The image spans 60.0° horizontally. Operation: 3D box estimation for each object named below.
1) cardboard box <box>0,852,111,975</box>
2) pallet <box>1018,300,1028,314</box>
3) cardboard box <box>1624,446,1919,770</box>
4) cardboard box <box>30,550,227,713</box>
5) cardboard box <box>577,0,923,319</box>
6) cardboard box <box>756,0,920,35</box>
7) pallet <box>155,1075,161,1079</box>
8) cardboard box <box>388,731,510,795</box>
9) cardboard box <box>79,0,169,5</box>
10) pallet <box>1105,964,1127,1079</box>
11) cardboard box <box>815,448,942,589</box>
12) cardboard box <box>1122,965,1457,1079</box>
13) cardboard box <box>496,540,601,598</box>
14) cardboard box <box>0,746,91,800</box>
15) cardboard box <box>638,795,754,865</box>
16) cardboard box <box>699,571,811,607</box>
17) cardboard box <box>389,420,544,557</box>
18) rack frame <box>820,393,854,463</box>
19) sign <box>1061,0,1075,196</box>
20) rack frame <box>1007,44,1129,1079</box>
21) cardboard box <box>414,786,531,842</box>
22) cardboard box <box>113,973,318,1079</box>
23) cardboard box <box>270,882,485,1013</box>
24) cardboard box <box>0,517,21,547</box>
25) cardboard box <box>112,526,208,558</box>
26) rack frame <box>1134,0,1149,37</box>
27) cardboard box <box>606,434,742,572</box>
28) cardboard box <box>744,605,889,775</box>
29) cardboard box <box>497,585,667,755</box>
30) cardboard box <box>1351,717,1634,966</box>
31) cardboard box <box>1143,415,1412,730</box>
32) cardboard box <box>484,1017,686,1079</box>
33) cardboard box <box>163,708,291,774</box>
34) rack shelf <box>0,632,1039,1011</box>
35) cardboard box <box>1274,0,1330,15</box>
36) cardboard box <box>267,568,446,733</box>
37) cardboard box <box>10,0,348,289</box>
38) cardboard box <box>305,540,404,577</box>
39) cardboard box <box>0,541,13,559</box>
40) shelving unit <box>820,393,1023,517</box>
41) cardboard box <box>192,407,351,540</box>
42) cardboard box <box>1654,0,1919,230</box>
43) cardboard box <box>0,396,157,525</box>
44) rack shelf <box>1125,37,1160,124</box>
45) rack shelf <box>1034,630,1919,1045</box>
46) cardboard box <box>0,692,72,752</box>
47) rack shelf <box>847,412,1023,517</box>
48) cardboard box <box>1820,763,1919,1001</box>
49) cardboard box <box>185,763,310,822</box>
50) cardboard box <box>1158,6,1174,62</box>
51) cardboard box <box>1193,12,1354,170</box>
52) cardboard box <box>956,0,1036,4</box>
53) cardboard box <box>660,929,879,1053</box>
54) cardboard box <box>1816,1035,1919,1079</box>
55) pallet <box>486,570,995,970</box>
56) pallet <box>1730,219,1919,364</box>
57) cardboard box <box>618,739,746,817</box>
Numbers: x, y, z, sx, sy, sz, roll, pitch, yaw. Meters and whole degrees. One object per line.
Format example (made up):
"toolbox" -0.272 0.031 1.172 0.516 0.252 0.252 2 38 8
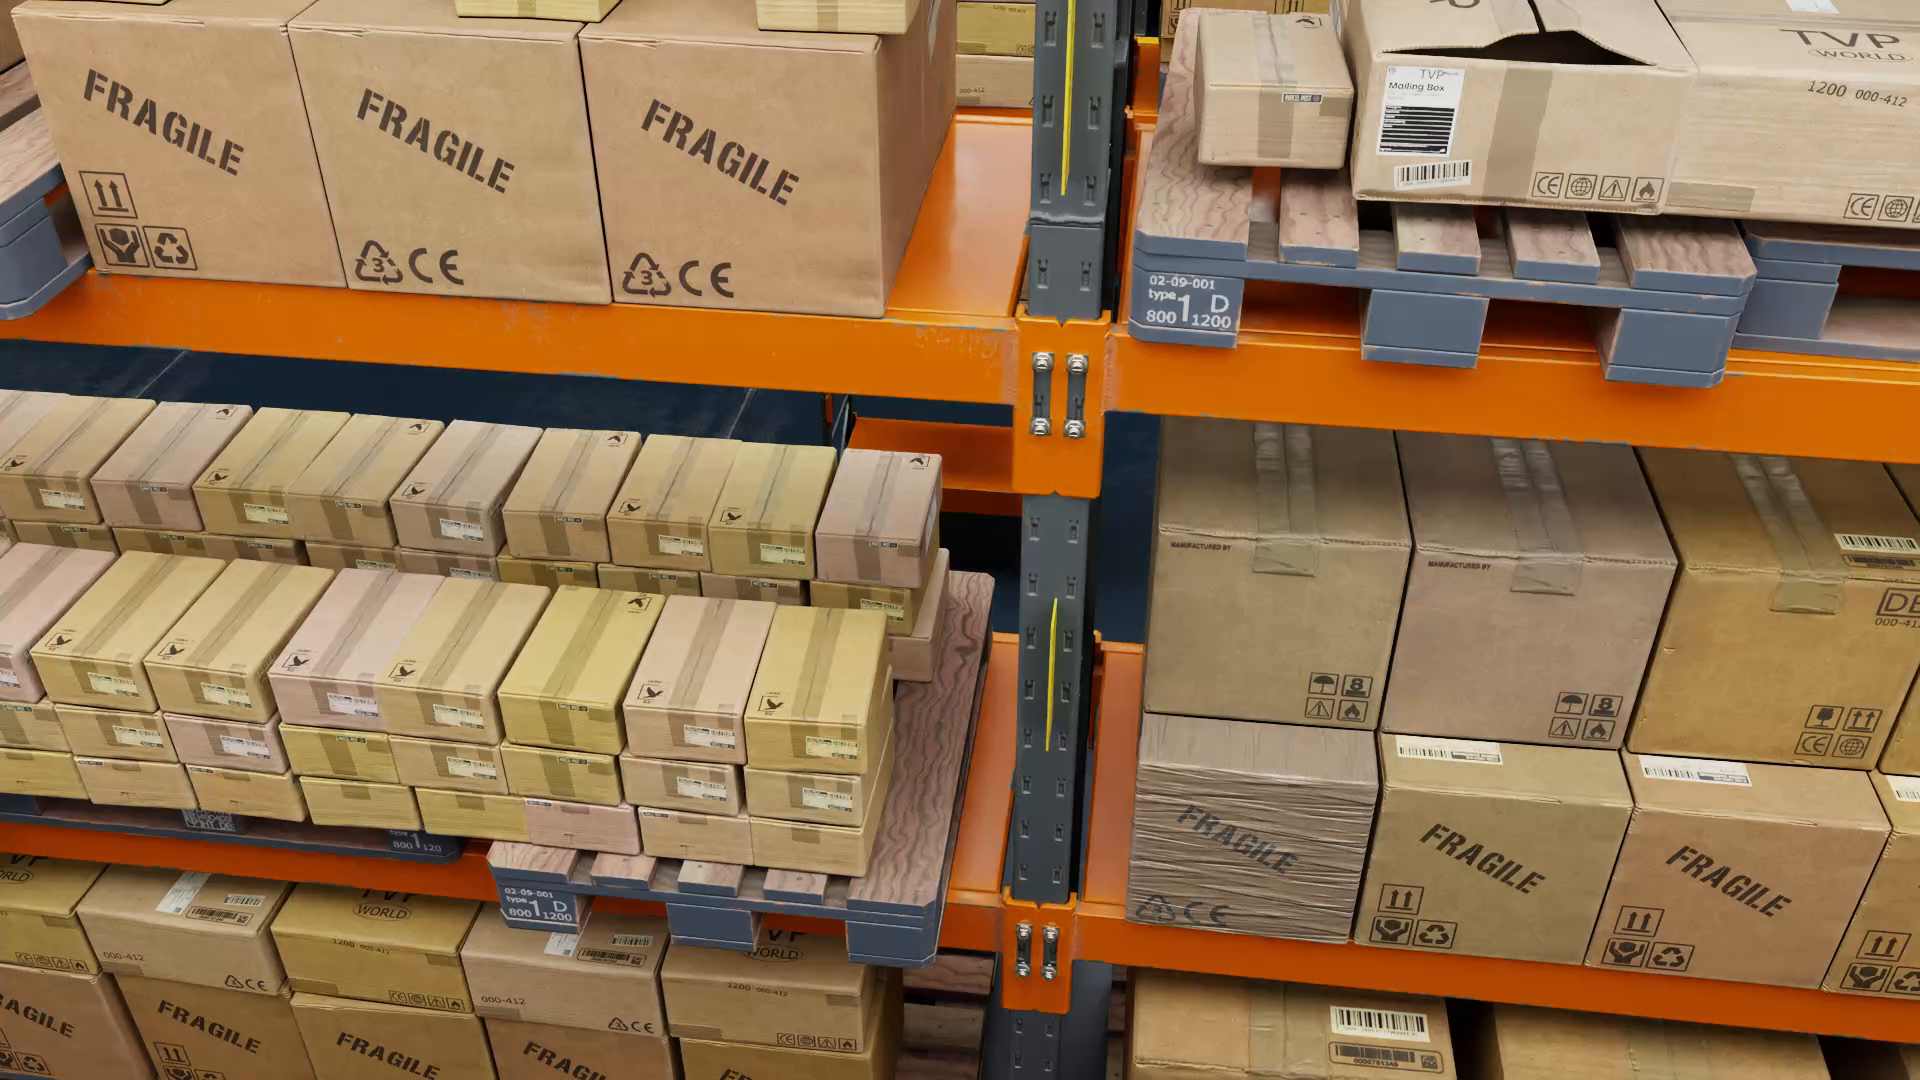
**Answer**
"cardboard box" -2.495 0.889 4.566 0.500 0.250 0.500 5 36 7
"pallet" 0.002 -1.427 9.068 1.213 0.211 1.003 4 36 6
"cardboard box" 1.699 0.064 3.632 0.500 0.500 0.700 4 36 5
"cardboard box" -1.840 0.200 3.731 0.250 0.149 0.380 5 36 7
"cardboard box" -0.354 -0.758 3.062 0.500 0.500 0.500 4 36 6
"cardboard box" -0.190 -1.054 2.818 0.258 0.266 0.396 4 36 6
"pallet" -1.737 1.384 5.129 1.213 0.211 1.003 4 36 6
"cardboard box" -1.078 0.380 3.735 0.250 0.149 0.380 4 36 6
"cardboard box" -1.468 -1.138 2.935 0.258 0.266 0.396 4 36 6
"pallet" 1.017 1.636 4.776 1.213 0.211 1.003 4 36 6
"cardboard box" -0.194 -0.058 4.092 0.250 0.149 0.380 4 36 6
"cardboard box" 0.837 1.241 4.504 0.750 0.750 1.050 4 36 5
"cardboard box" -0.994 0.003 4.263 0.250 0.149 0.380 4 36 6
"cardboard box" -2.095 0.422 3.931 0.250 0.149 0.380 4 36 5
"cardboard box" -0.549 0.539 3.767 0.250 0.149 0.380 4 36 6
"cardboard box" -0.479 0.039 4.212 0.250 0.149 0.380 6 36 8
"cardboard box" -1.230 -0.135 4.200 0.250 0.149 0.380 6 36 8
"rack frame" -0.511 -0.496 6.977 0.032 1.125 0.500 4 36 6
"sign" 0.173 -0.720 2.649 0.005 0.325 0.100 4 36 6
"rack frame" 0.245 0.399 4.109 0.127 3.000 1.000 4 36 6
"cardboard box" -1.051 0.500 3.822 0.250 0.149 0.380 4 36 5
"cardboard box" -1.977 1.226 4.740 0.500 0.500 0.500 5 36 7
"cardboard box" -1.472 0.963 4.463 0.500 0.250 0.500 5 36 7
"cardboard box" -2.524 -0.114 4.427 0.250 0.149 0.380 3 36 4
"cardboard box" -1.995 -0.075 4.372 0.250 0.149 0.380 4 36 6
"rack frame" 1.403 -5.321 12.123 0.127 3.000 1.000 4 36 6
"cardboard box" -0.699 -0.097 4.146 0.250 0.149 0.380 4 36 6
"cardboard box" -0.300 0.316 3.567 0.250 0.149 0.380 3 36 4
"cardboard box" -0.809 0.277 3.622 0.250 0.149 0.380 5 36 7
"cardboard box" 1.160 0.583 3.765 0.500 0.500 0.500 4 36 6
"cardboard box" 0.689 -0.010 3.735 0.500 0.500 0.700 4 36 6
"cardboard box" -0.956 1.307 4.627 0.500 0.500 0.500 6 36 8
"cardboard box" -1.583 0.341 3.789 0.250 0.149 0.380 5 36 7
"rack shelf" -1.739 0.544 4.525 4.000 0.370 1.077 4 36 6
"cardboard box" 1.709 -2.592 7.596 0.500 0.500 0.500 6 36 8
"cardboard box" -1.312 0.238 3.677 0.250 0.149 0.380 4 36 6
"cardboard box" -1.347 -0.827 3.159 0.500 0.500 0.500 4 36 6
"cardboard box" -1.487 -0.036 4.318 0.250 0.149 0.380 4 36 6
"cardboard box" -2.358 0.163 3.783 0.250 0.149 0.380 4 36 6
"shelving unit" -0.007 -0.458 6.924 1.048 1.125 0.538 4 36 6
"cardboard box" -1.740 -0.174 4.255 0.250 0.149 0.380 4 36 5
"cardboard box" 1.431 -0.755 2.825 0.500 0.250 0.500 5 36 7
"cardboard box" -2.273 -0.211 4.307 0.250 0.149 0.380 3 36 4
"rack shelf" 2.758 -2.020 8.117 4.000 0.370 1.077 4 36 6
"rack shelf" 2.228 0.840 4.110 4.000 0.370 1.077 4 36 6
"cardboard box" -2.089 0.302 3.844 0.250 0.149 0.380 4 36 5
"rack shelf" -0.007 -0.259 7.066 1.000 0.278 0.538 4 36 6
"cardboard box" 2.154 0.659 3.659 0.500 0.500 0.500 4 36 5
"cardboard box" -1.575 0.461 3.877 0.250 0.149 0.380 5 36 7
"cardboard box" 1.073 -2.398 7.883 0.250 0.149 0.380 2 36 3
"cardboard box" 0.555 -0.814 2.995 0.250 0.149 0.380 3 36 4
"cardboard box" 0.229 -2.796 7.638 0.500 0.500 0.500 3 36 5
"cardboard box" -0.467 1.041 4.354 0.500 0.250 0.500 3 36 5
"cardboard box" 2.628 1.372 4.320 0.750 0.750 1.050 4 36 6
"pallet" -0.476 0.486 4.152 1.003 0.211 1.213 4 36 6
"pallet" 1.999 -0.647 3.155 1.213 0.211 1.003 6 36 8
"cardboard box" -0.568 0.416 3.683 0.250 0.149 0.380 6 36 8
